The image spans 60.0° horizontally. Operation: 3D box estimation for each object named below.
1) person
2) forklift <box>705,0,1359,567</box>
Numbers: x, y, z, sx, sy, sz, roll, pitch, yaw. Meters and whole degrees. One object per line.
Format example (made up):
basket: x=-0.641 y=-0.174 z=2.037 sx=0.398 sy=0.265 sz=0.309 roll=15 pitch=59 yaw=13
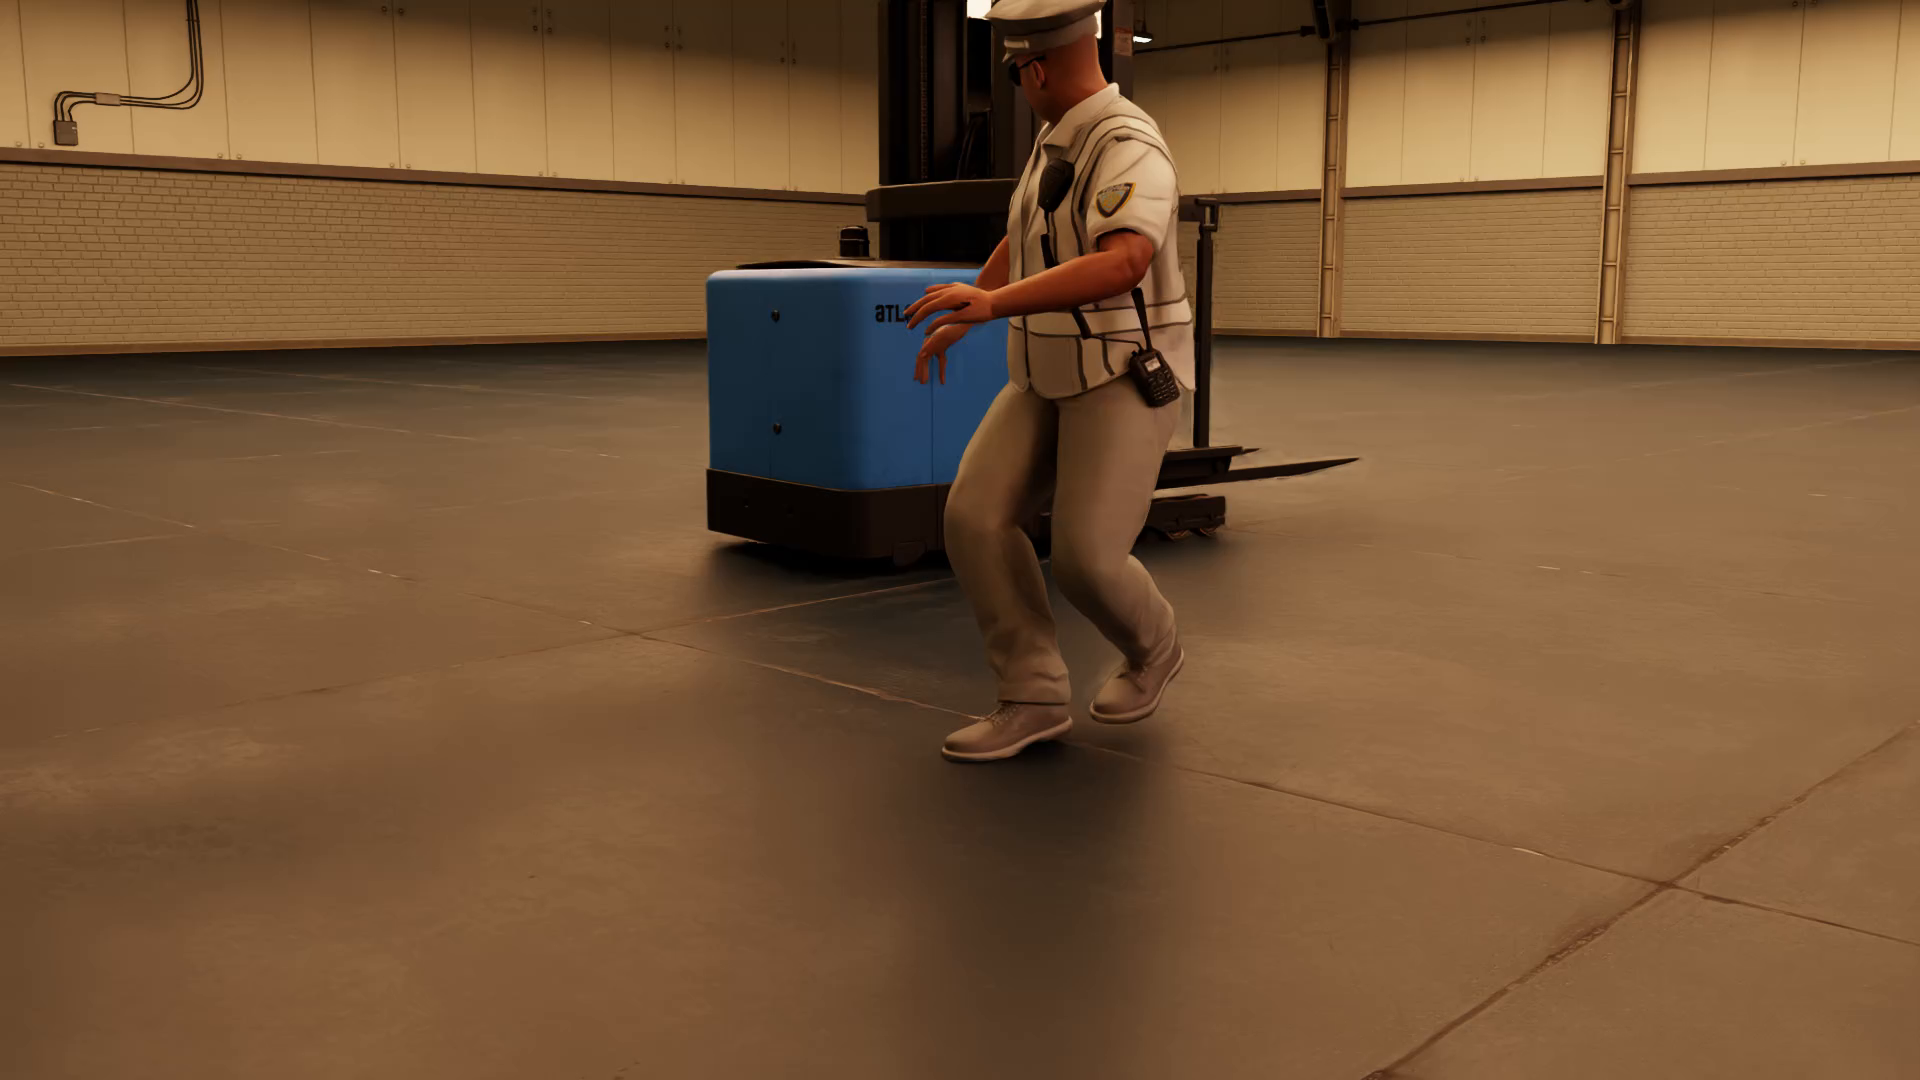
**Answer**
person: x=0.137 y=-0.359 z=3.636 sx=0.853 sy=1.640 sz=0.878 roll=-6 pitch=10 yaw=-35
forklift: x=0.473 y=-1.507 z=6.881 sx=3.031 sy=2.935 sz=1.130 roll=-7 pitch=11 yaw=-38
